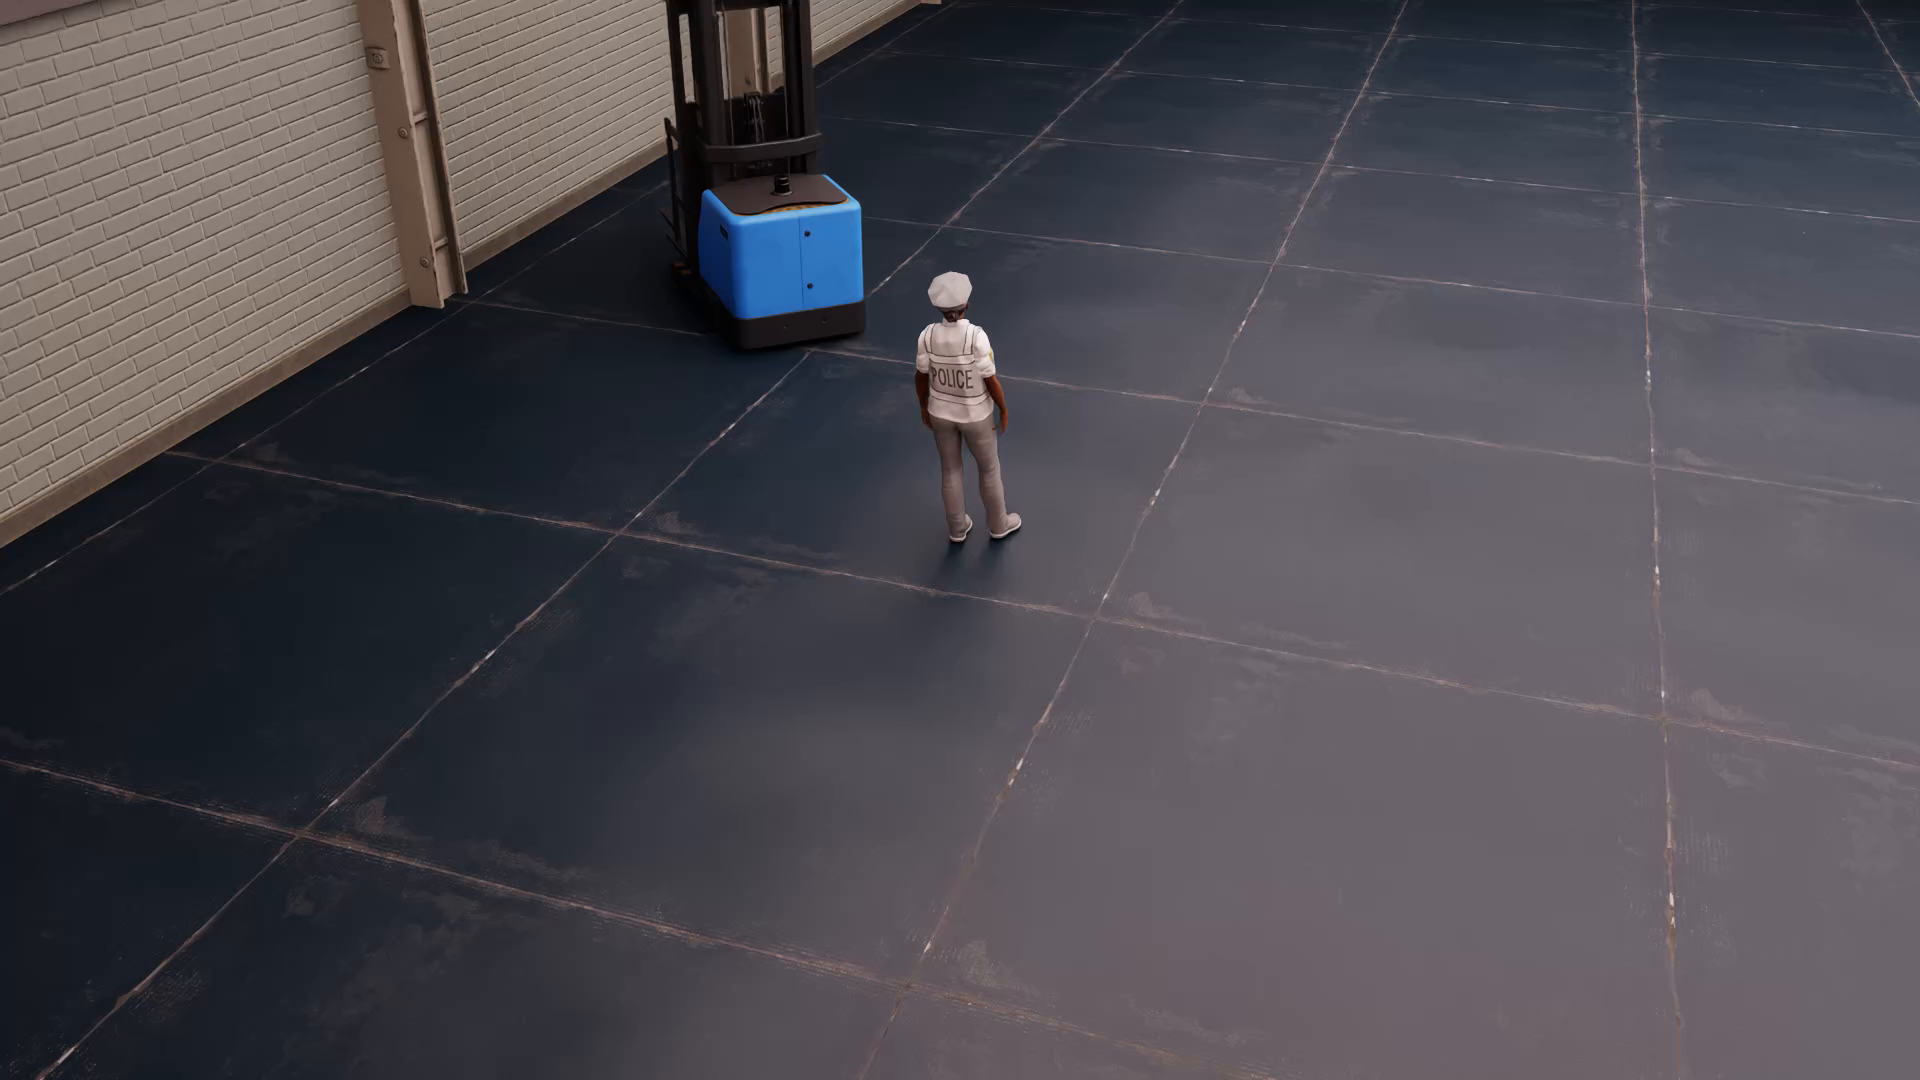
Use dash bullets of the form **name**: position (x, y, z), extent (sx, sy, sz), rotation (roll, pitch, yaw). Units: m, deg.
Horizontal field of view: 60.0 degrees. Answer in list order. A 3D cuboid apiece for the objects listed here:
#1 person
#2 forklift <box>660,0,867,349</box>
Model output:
- **person**: position (0.043, -0.775, 9.729), extent (0.570, 1.697, 0.528), rotation (10, 31, 16)
- **forklift**: position (-1.766, -3.413, 13.123), extent (1.130, 2.935, 3.031), rotation (-12, 32, -20)
